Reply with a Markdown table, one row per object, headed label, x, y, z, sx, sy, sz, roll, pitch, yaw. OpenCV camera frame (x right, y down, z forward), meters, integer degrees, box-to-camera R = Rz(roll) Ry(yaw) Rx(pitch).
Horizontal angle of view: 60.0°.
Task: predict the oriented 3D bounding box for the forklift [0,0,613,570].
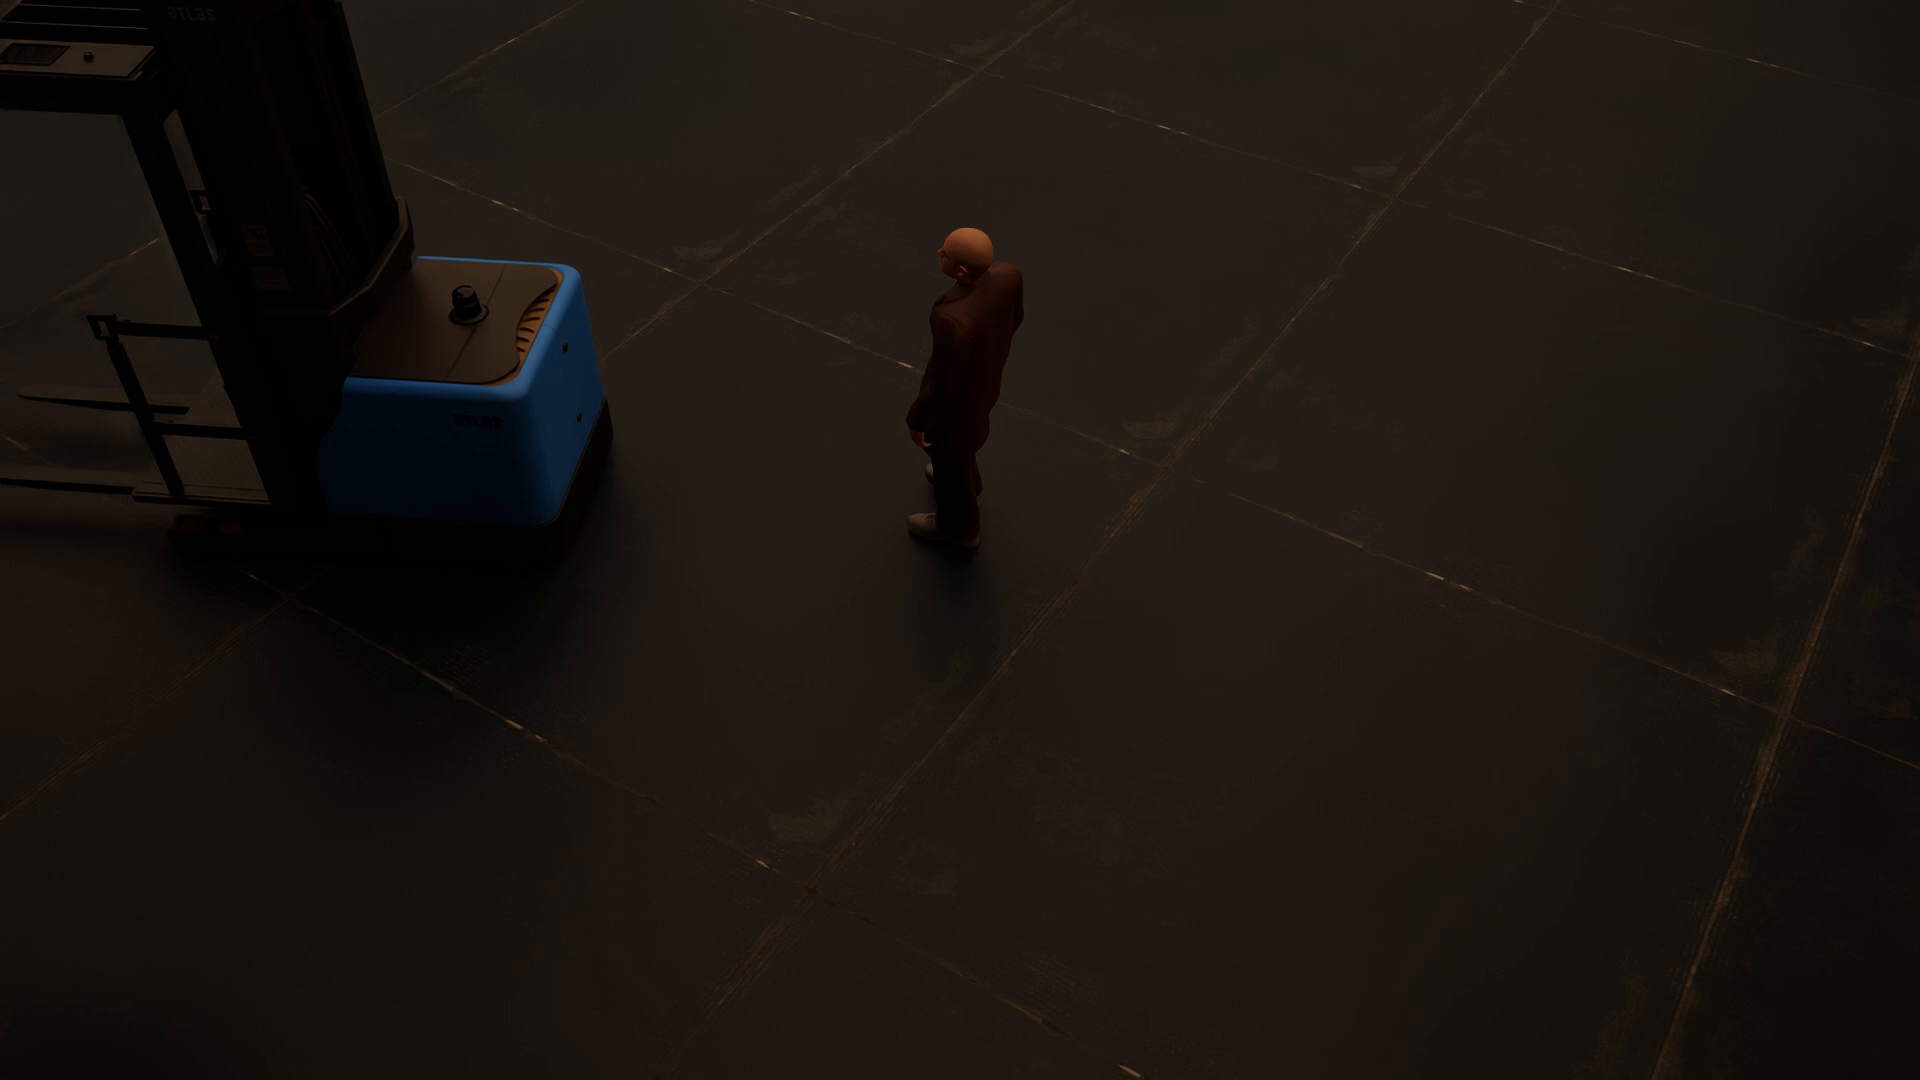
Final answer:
| label | x | y | z | sx | sy | sz | roll | pitch | yaw |
| --- | --- | --- | --- | --- | --- | --- | --- | --- | --- |
| forklift | -3.307 | -1.348 | 7.270 | 3.031 | 2.935 | 1.130 | 4 | 44 | 4 |

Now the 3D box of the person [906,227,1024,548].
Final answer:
| label | x | y | z | sx | sy | sz | roll | pitch | yaw |
| --- | --- | --- | --- | --- | --- | --- | --- | --- | --- |
| person | -0.074 | -0.687 | 7.401 | 0.583 | 1.774 | 0.694 | 24 | 48 | 23 |
